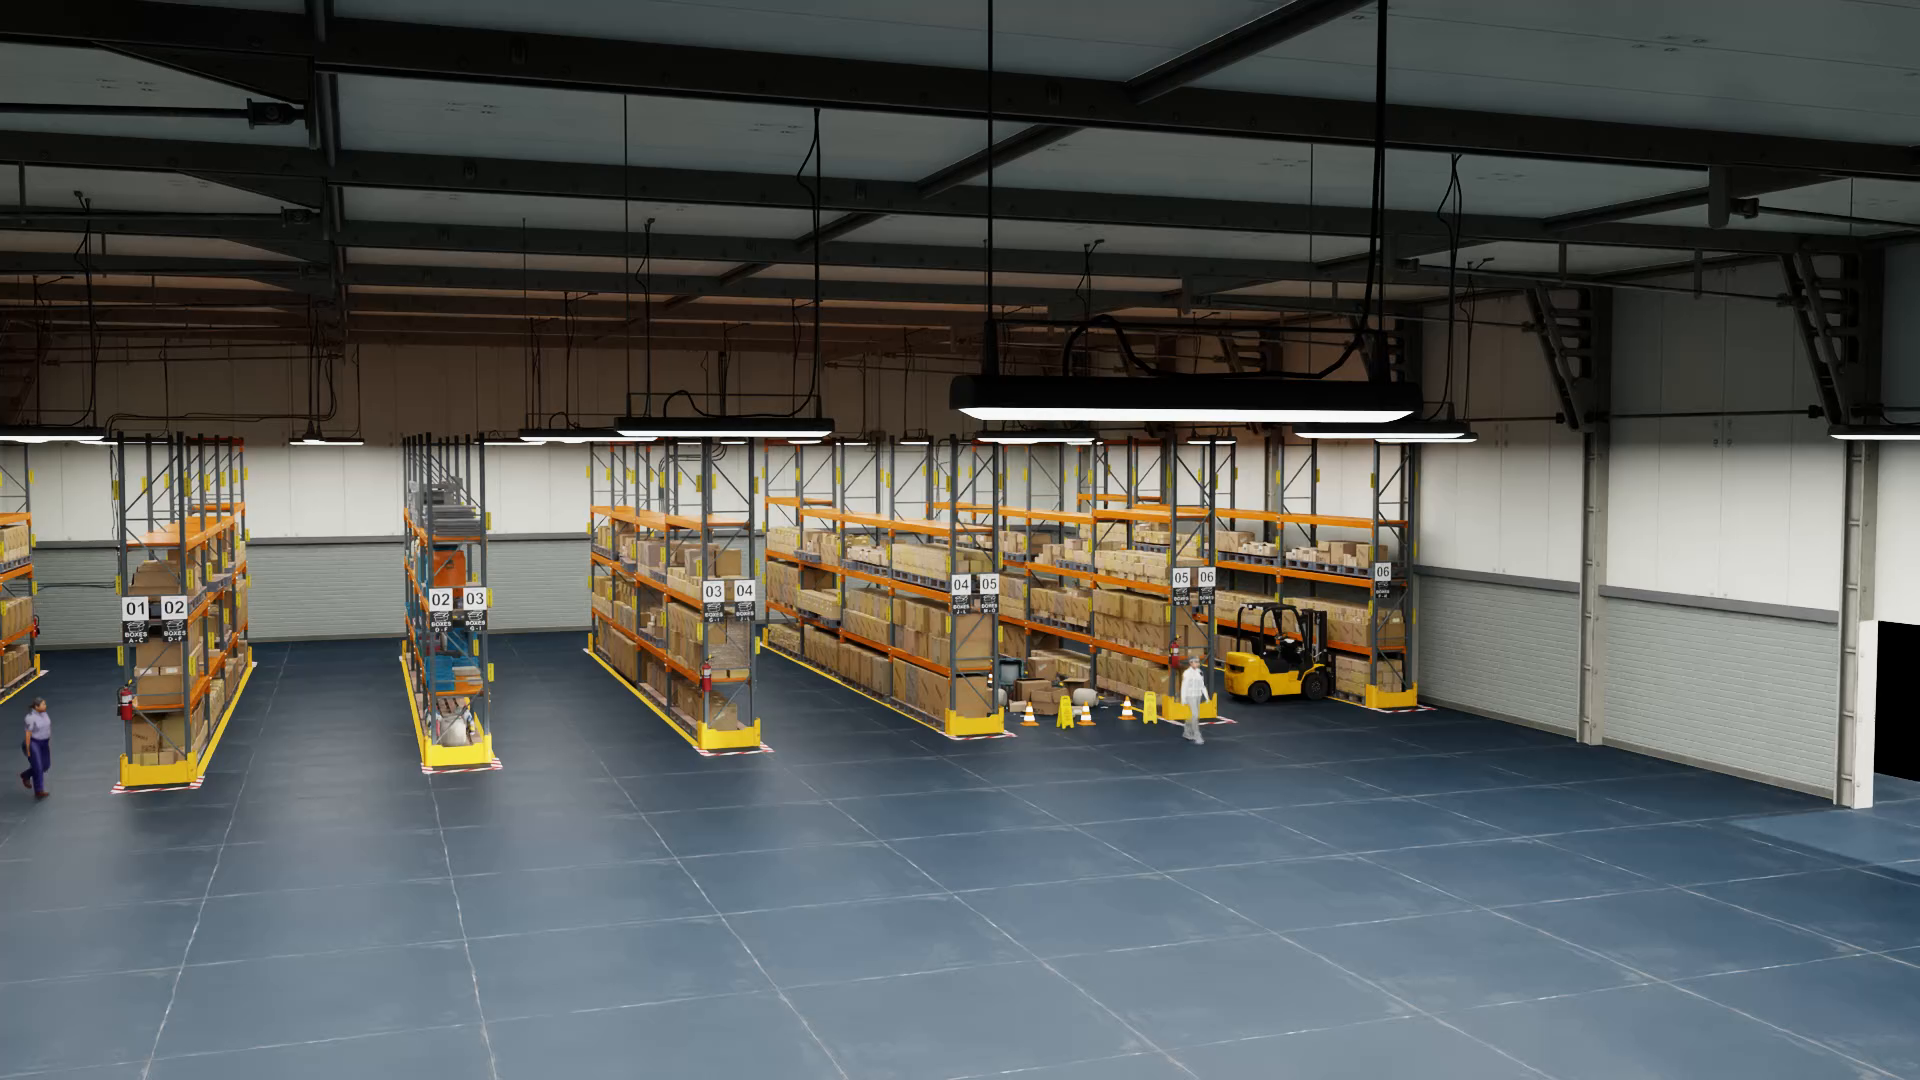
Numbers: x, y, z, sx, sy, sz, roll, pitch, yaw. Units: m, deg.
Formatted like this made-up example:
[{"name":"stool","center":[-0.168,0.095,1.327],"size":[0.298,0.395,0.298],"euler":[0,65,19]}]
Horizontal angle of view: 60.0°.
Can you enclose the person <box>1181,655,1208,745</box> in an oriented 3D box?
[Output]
[{"name":"person","center":[4.610,3.095,32.433],"size":[0.698,1.703,0.499],"euler":[3,4,44]}]

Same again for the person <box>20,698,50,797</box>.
[{"name":"person","center":[-15.254,3.390,27.387],"size":[0.787,1.596,0.475],"euler":[1,3,19]}]
